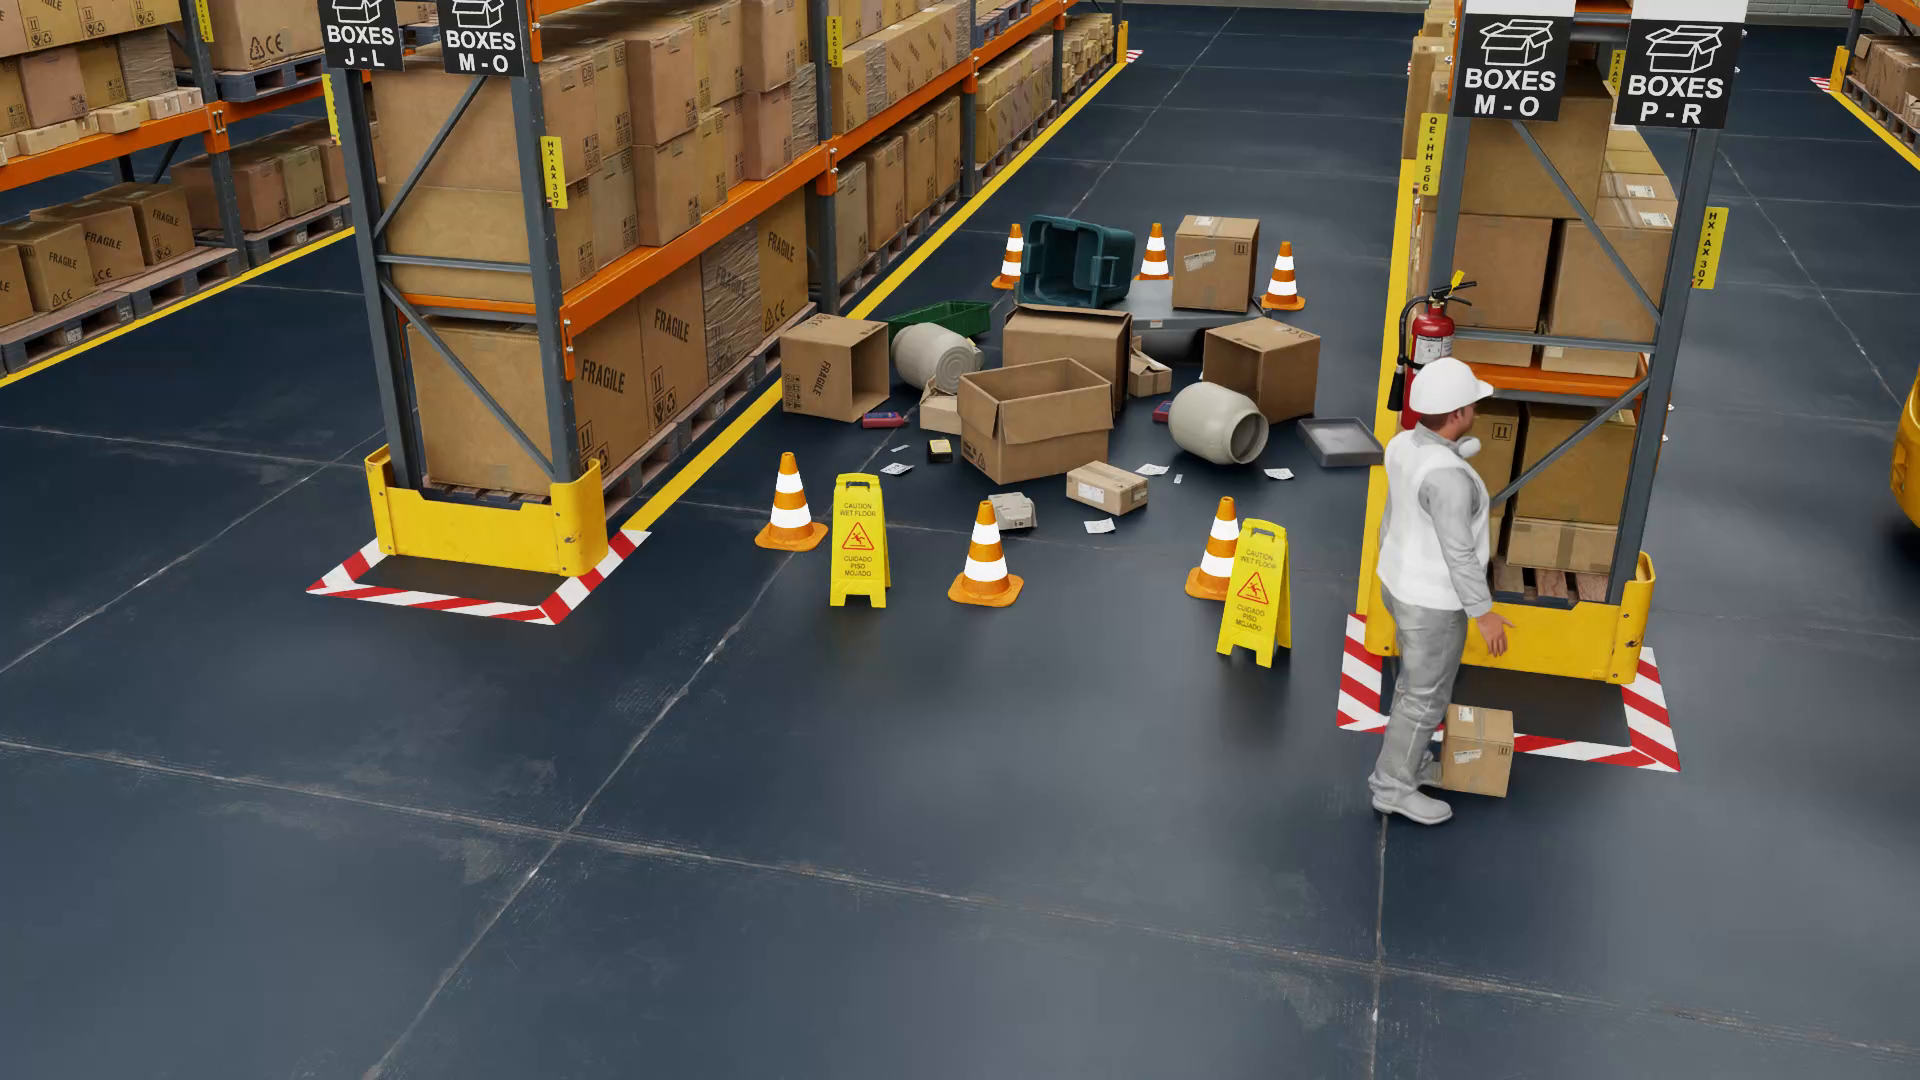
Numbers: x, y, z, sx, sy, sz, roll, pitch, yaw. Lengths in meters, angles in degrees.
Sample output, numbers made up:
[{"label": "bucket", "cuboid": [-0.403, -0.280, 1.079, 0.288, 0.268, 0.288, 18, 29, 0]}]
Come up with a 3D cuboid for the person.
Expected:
[{"label": "person", "cuboid": [1.782, 0.202, 6.123, 0.447, 1.787, 0.615, -2, 25, -4]}]
